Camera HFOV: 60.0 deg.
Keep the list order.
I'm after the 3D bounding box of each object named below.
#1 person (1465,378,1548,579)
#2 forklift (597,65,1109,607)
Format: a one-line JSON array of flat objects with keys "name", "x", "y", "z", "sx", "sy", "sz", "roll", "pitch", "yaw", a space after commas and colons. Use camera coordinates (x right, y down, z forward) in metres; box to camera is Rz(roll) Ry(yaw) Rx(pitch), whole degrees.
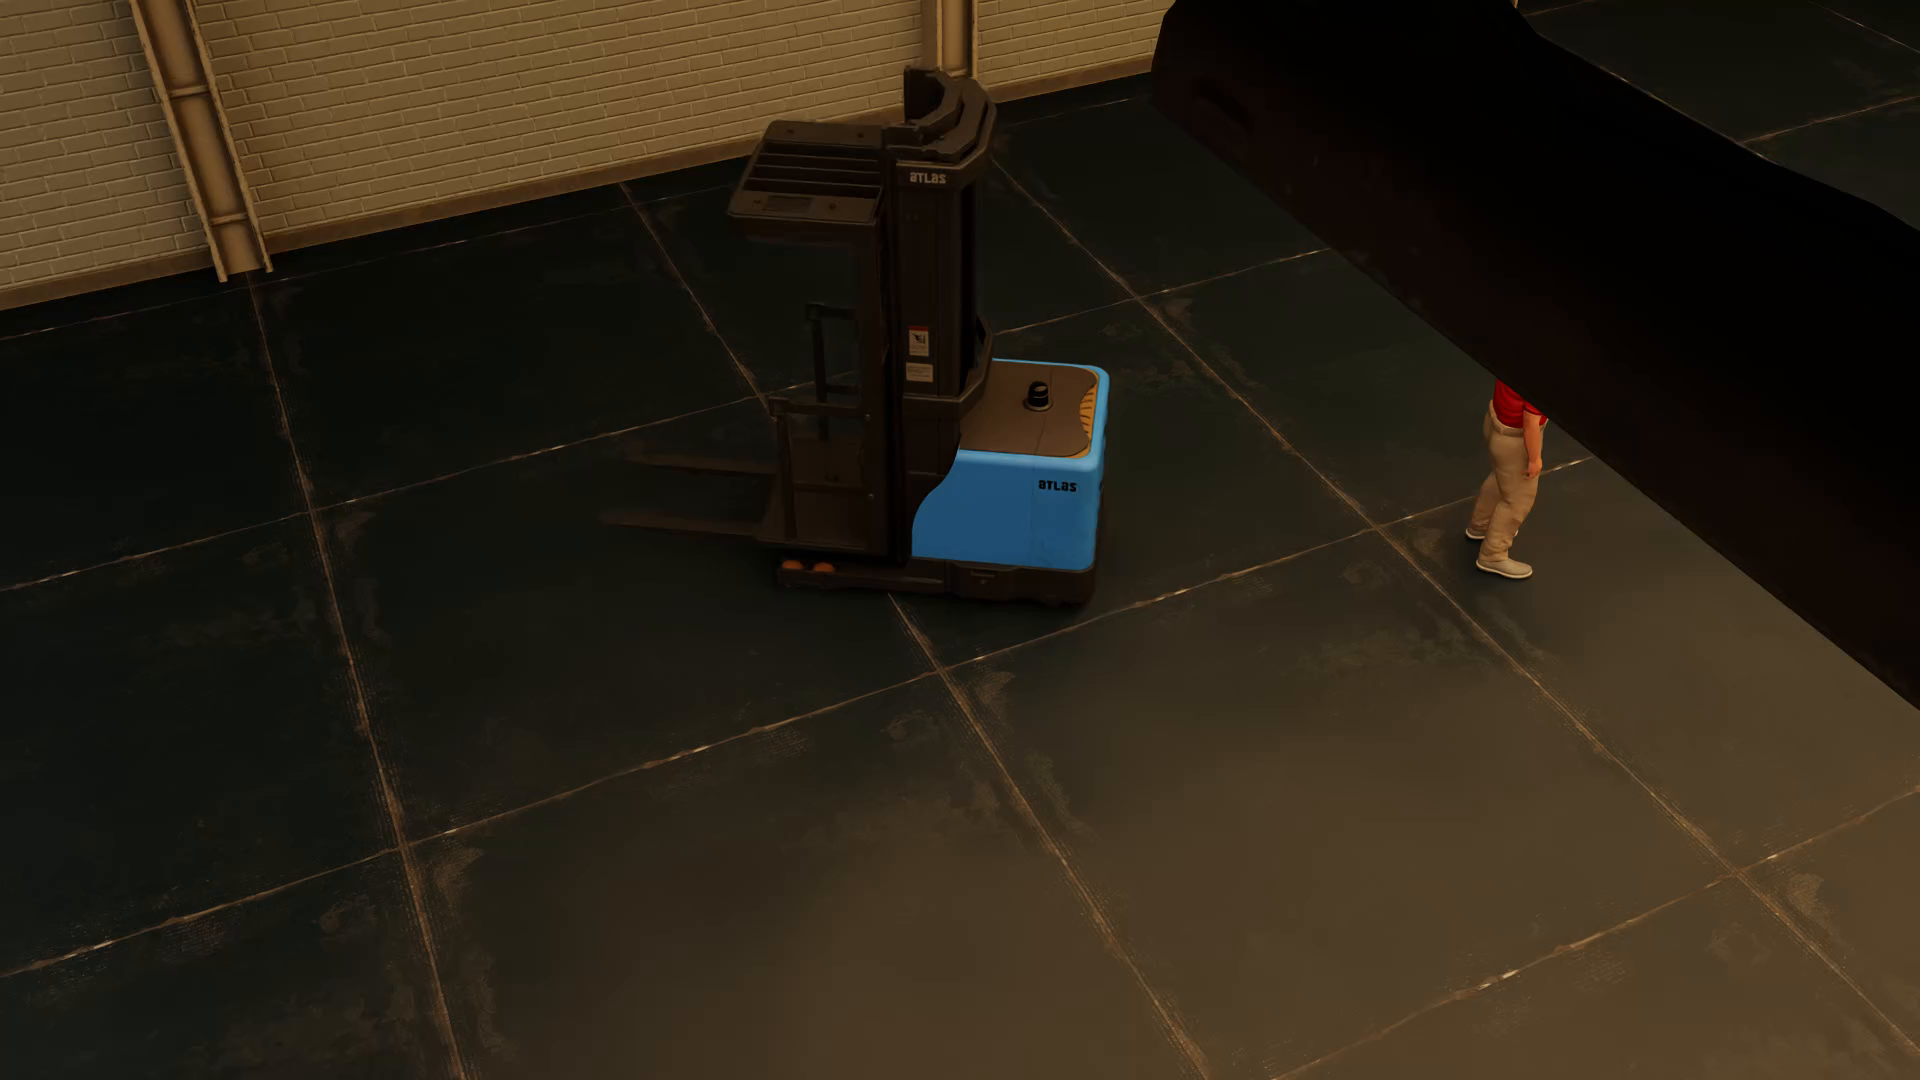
[{"name": "person", "x": 3.266, "y": -0.610, "z": 9.687, "sx": 0.398, "sy": 1.725, "sz": 0.590, "roll": 0, "pitch": 40, "yaw": 0}, {"name": "forklift", "x": -0.661, "y": -1.155, "z": 9.400, "sx": 3.031, "sy": 2.935, "sz": 1.130, "roll": 5, "pitch": 40, "yaw": 6}]
